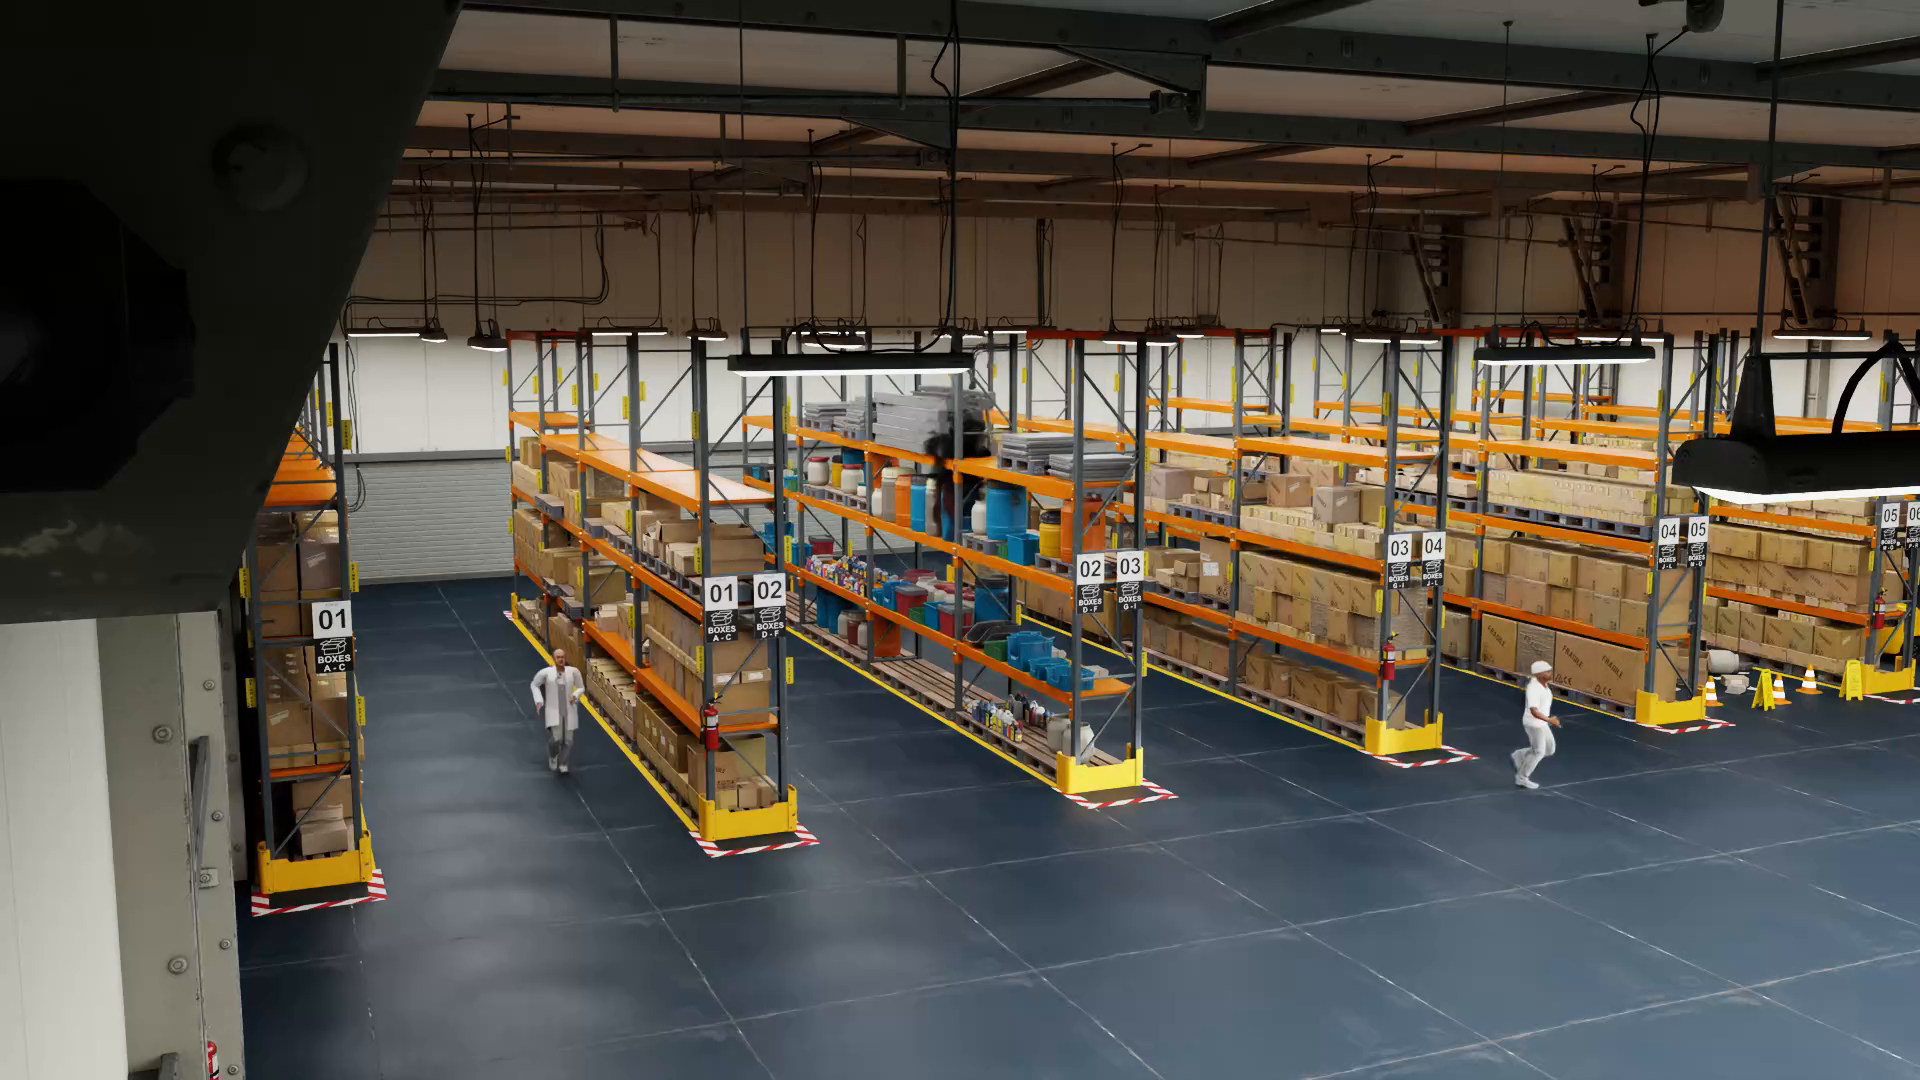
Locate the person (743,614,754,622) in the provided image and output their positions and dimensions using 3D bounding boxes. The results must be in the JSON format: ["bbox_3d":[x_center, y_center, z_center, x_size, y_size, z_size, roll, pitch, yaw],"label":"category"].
[{"bbox_3d":[-3.817,1.357,30.280,0.610,1.694,0.840,-3,8,-20],"label":"person"}]

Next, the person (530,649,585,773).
[{"bbox_3d":[-5.474,2.366,22.815,0.704,1.734,0.653,-4,9,-25],"label":"person"}]

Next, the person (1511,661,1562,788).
[{"bbox_3d":[7.755,2.460,22.319,0.648,1.723,0.735,4,9,26],"label":"person"}]
